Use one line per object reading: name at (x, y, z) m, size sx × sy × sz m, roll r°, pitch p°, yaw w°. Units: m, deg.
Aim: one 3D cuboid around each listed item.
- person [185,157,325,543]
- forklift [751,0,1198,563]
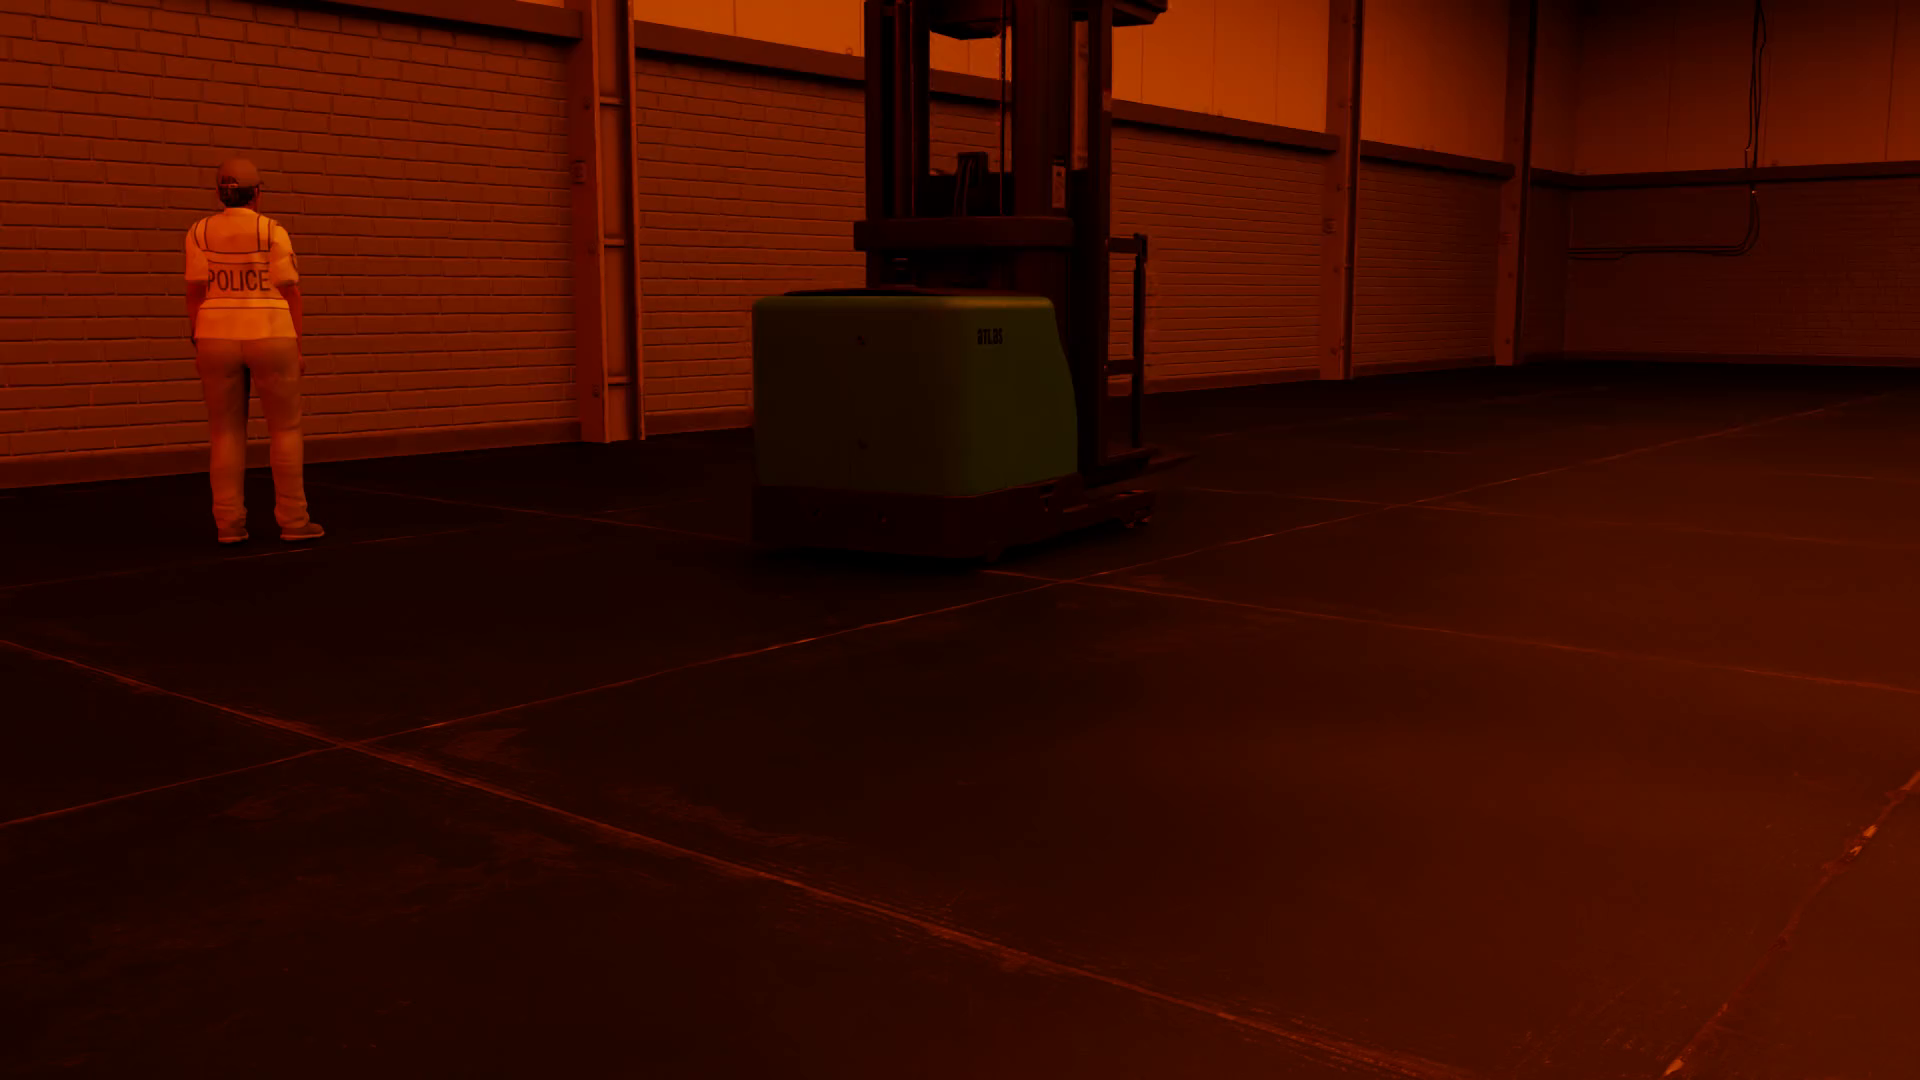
person at (-3.095, -0.819, 7.269) m, size 0.481 × 1.669 × 0.390 m, roll -1°, pitch 8°, yaw -10°
forklift at (0.281, -1.531, 7.745) m, size 1.130 × 2.935 × 3.031 m, roll 4°, pitch 9°, yaw 28°
